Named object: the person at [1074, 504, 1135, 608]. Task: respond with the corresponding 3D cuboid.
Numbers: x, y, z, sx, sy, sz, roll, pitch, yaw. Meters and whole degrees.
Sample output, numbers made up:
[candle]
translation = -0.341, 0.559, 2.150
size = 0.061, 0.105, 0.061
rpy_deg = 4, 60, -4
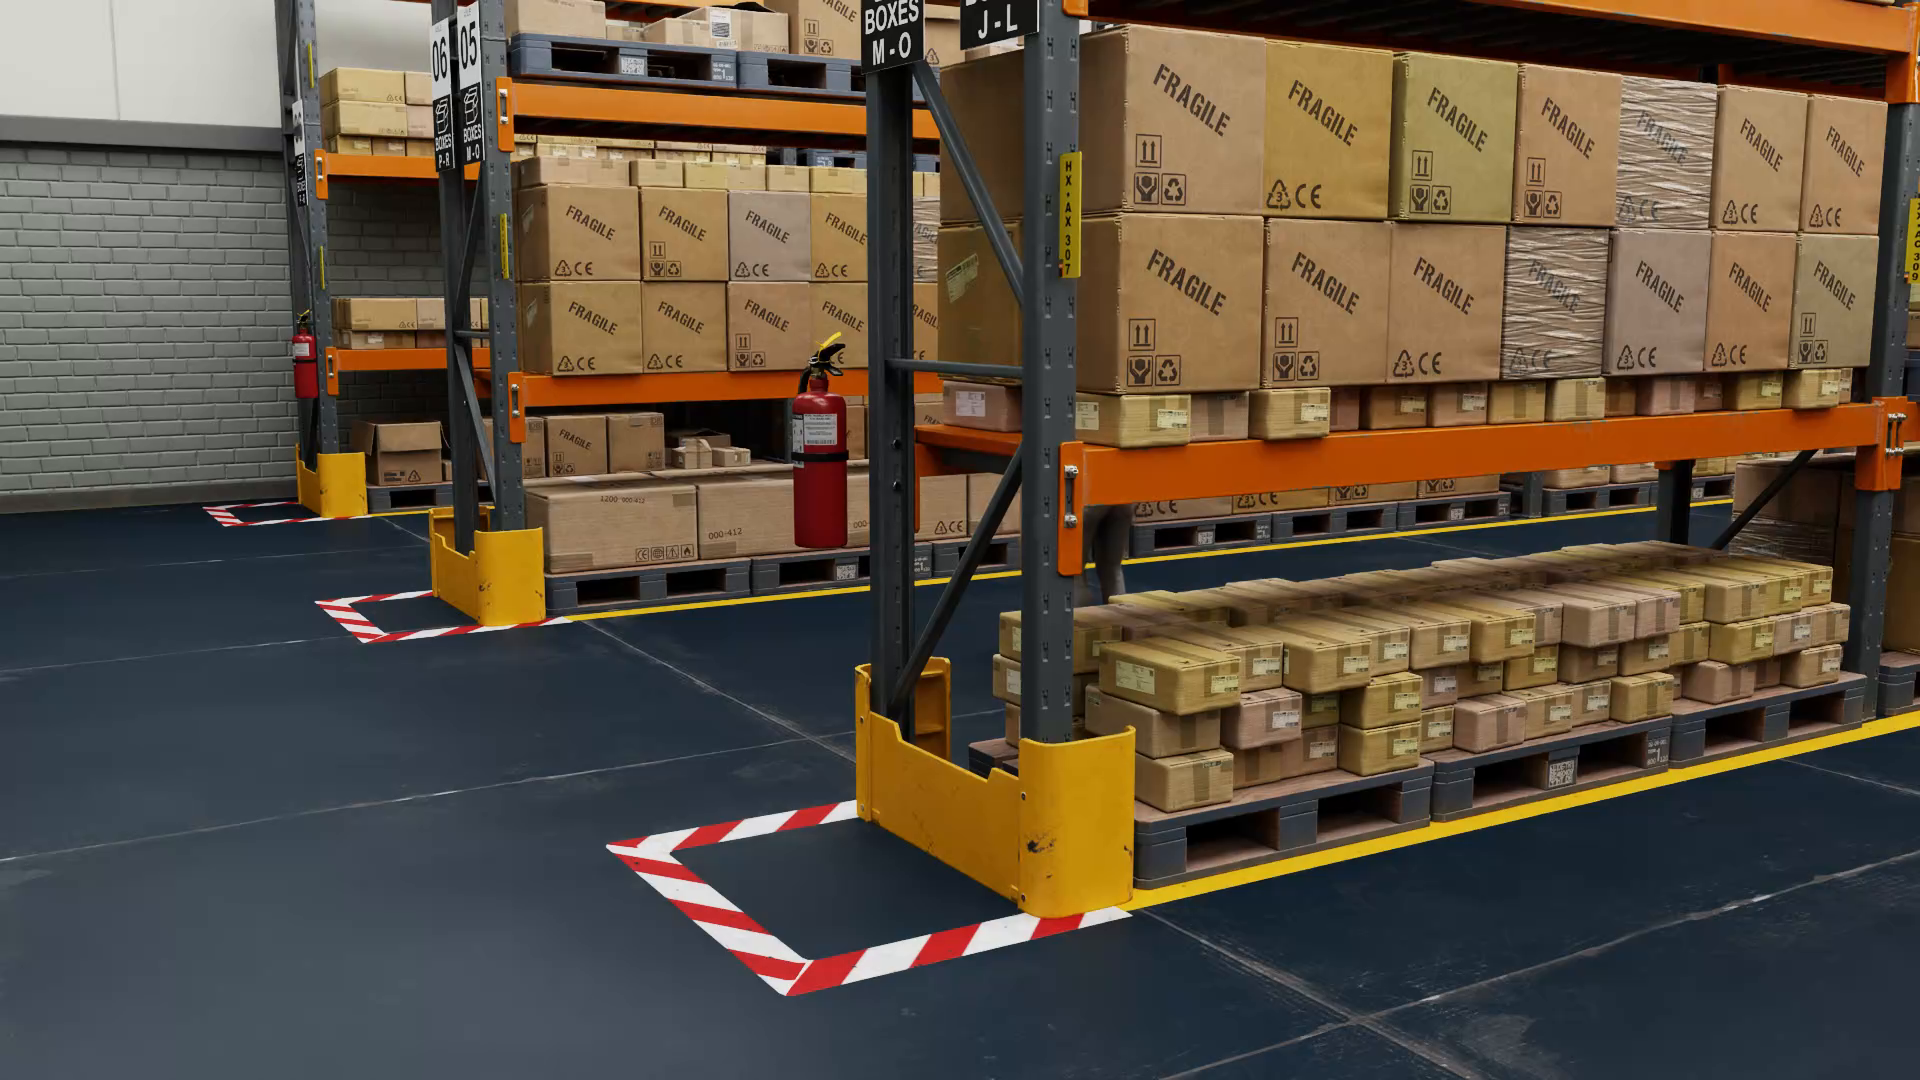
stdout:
[person]
translation = 0.572, -0.173, 7.677
size = 0.372, 1.565, 0.524
rpy_deg = -5, 10, -32
